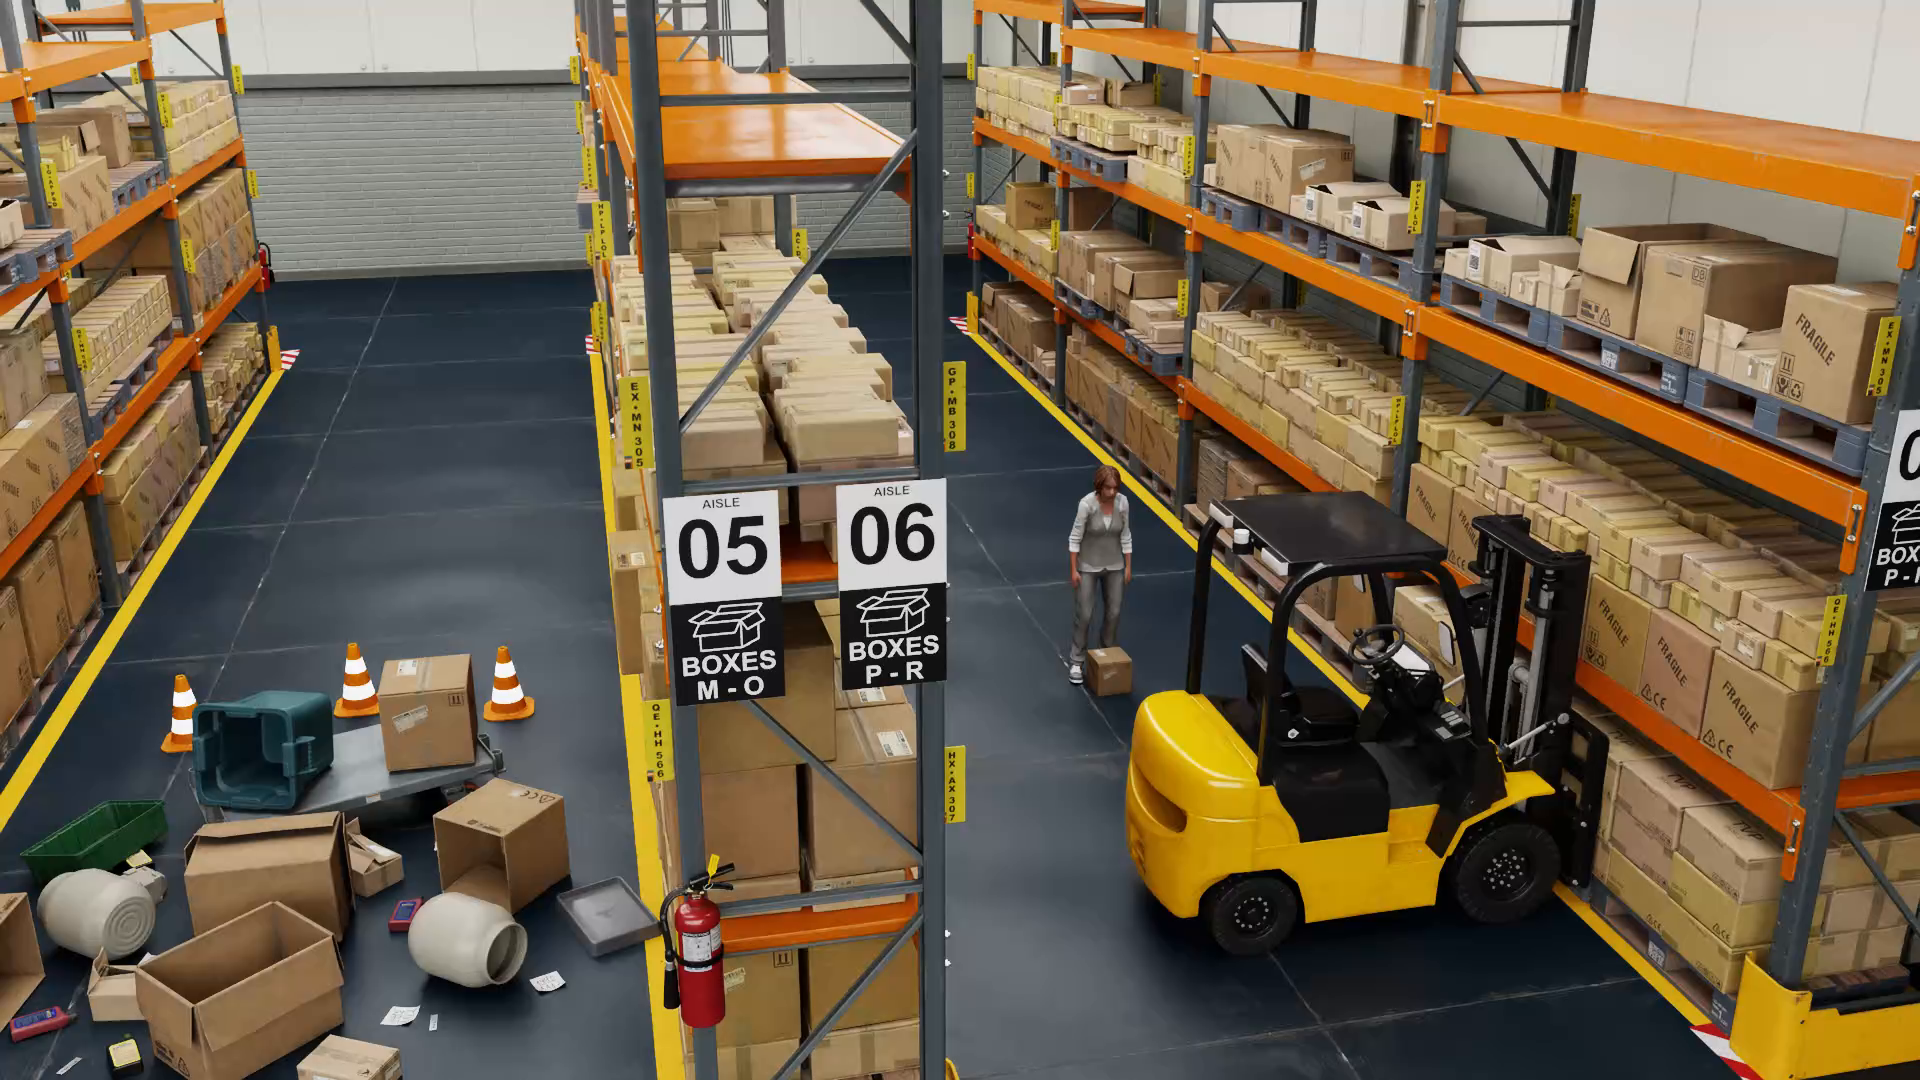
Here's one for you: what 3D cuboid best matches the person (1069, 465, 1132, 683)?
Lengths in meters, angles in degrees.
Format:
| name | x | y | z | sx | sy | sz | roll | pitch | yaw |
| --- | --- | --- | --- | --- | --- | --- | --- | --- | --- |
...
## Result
| name | x | y | z | sx | sy | sz | roll | pitch | yaw |
| --- | --- | --- | --- | --- | --- | --- | --- | --- | --- |
| person | 0.990 | 0.221 | 11.730 | 0.467 | 1.592 | 0.349 | -5 | 20 | -13 |
